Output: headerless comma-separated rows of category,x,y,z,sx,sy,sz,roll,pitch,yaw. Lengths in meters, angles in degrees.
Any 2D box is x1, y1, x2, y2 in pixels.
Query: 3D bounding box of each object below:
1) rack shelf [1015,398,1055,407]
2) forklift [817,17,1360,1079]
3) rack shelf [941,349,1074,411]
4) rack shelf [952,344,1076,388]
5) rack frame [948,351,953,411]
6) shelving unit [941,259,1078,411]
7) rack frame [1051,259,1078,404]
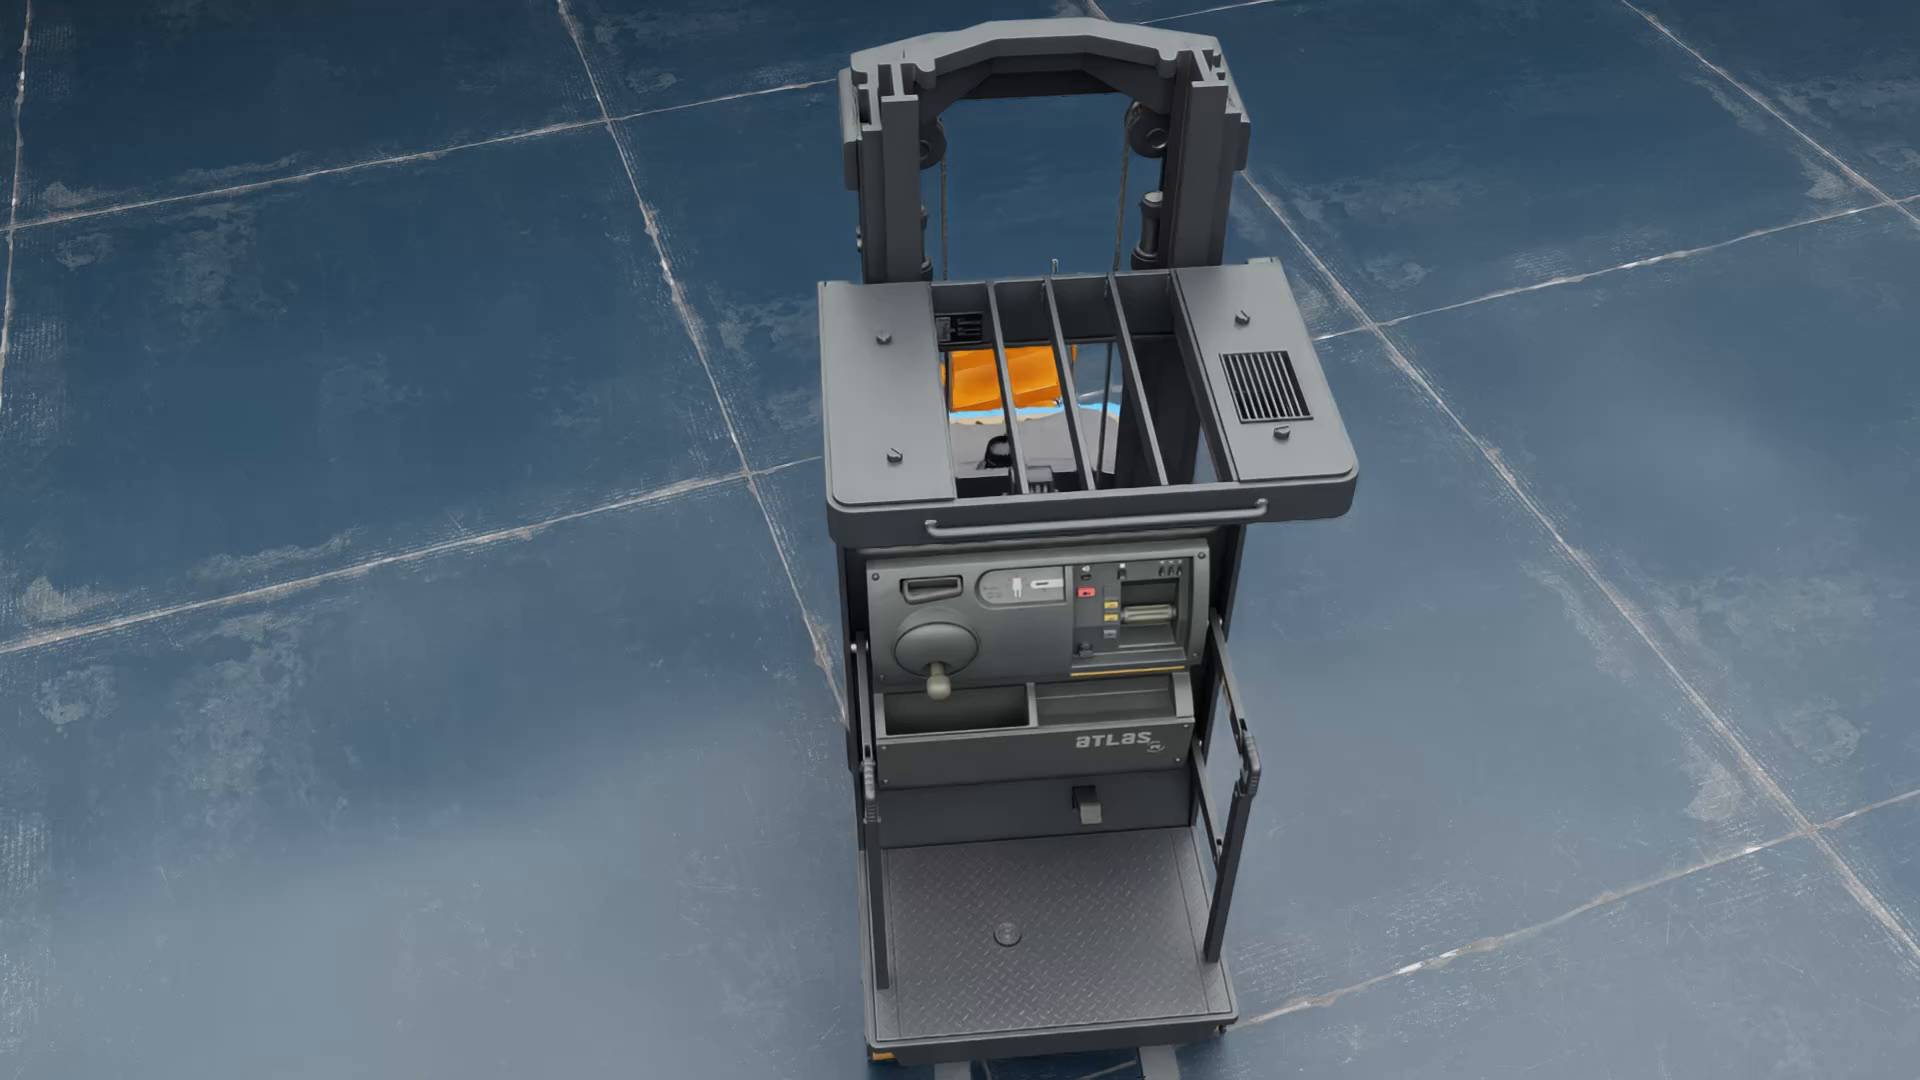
rack shelf,0.156,-0.416,6.412,0.480,0.148,0.258,-14,47,-14
forklift,0.237,0.311,4.371,1.130,2.935,3.031,-4,45,-4
rack shelf,0.156,-0.574,6.254,0.480,0.148,0.258,-14,47,-14
rack shelf,0.156,-0.741,6.086,0.480,0.148,0.258,-14,47,-14
rack frame,-0.074,-0.405,6.306,0.015,1.200,0.240,-14,47,-14
shelving unit,0.156,-0.463,6.365,0.503,1.200,0.258,-14,47,-14
rack frame,0.385,-0.522,6.423,0.015,1.200,0.240,-14,47,-14
